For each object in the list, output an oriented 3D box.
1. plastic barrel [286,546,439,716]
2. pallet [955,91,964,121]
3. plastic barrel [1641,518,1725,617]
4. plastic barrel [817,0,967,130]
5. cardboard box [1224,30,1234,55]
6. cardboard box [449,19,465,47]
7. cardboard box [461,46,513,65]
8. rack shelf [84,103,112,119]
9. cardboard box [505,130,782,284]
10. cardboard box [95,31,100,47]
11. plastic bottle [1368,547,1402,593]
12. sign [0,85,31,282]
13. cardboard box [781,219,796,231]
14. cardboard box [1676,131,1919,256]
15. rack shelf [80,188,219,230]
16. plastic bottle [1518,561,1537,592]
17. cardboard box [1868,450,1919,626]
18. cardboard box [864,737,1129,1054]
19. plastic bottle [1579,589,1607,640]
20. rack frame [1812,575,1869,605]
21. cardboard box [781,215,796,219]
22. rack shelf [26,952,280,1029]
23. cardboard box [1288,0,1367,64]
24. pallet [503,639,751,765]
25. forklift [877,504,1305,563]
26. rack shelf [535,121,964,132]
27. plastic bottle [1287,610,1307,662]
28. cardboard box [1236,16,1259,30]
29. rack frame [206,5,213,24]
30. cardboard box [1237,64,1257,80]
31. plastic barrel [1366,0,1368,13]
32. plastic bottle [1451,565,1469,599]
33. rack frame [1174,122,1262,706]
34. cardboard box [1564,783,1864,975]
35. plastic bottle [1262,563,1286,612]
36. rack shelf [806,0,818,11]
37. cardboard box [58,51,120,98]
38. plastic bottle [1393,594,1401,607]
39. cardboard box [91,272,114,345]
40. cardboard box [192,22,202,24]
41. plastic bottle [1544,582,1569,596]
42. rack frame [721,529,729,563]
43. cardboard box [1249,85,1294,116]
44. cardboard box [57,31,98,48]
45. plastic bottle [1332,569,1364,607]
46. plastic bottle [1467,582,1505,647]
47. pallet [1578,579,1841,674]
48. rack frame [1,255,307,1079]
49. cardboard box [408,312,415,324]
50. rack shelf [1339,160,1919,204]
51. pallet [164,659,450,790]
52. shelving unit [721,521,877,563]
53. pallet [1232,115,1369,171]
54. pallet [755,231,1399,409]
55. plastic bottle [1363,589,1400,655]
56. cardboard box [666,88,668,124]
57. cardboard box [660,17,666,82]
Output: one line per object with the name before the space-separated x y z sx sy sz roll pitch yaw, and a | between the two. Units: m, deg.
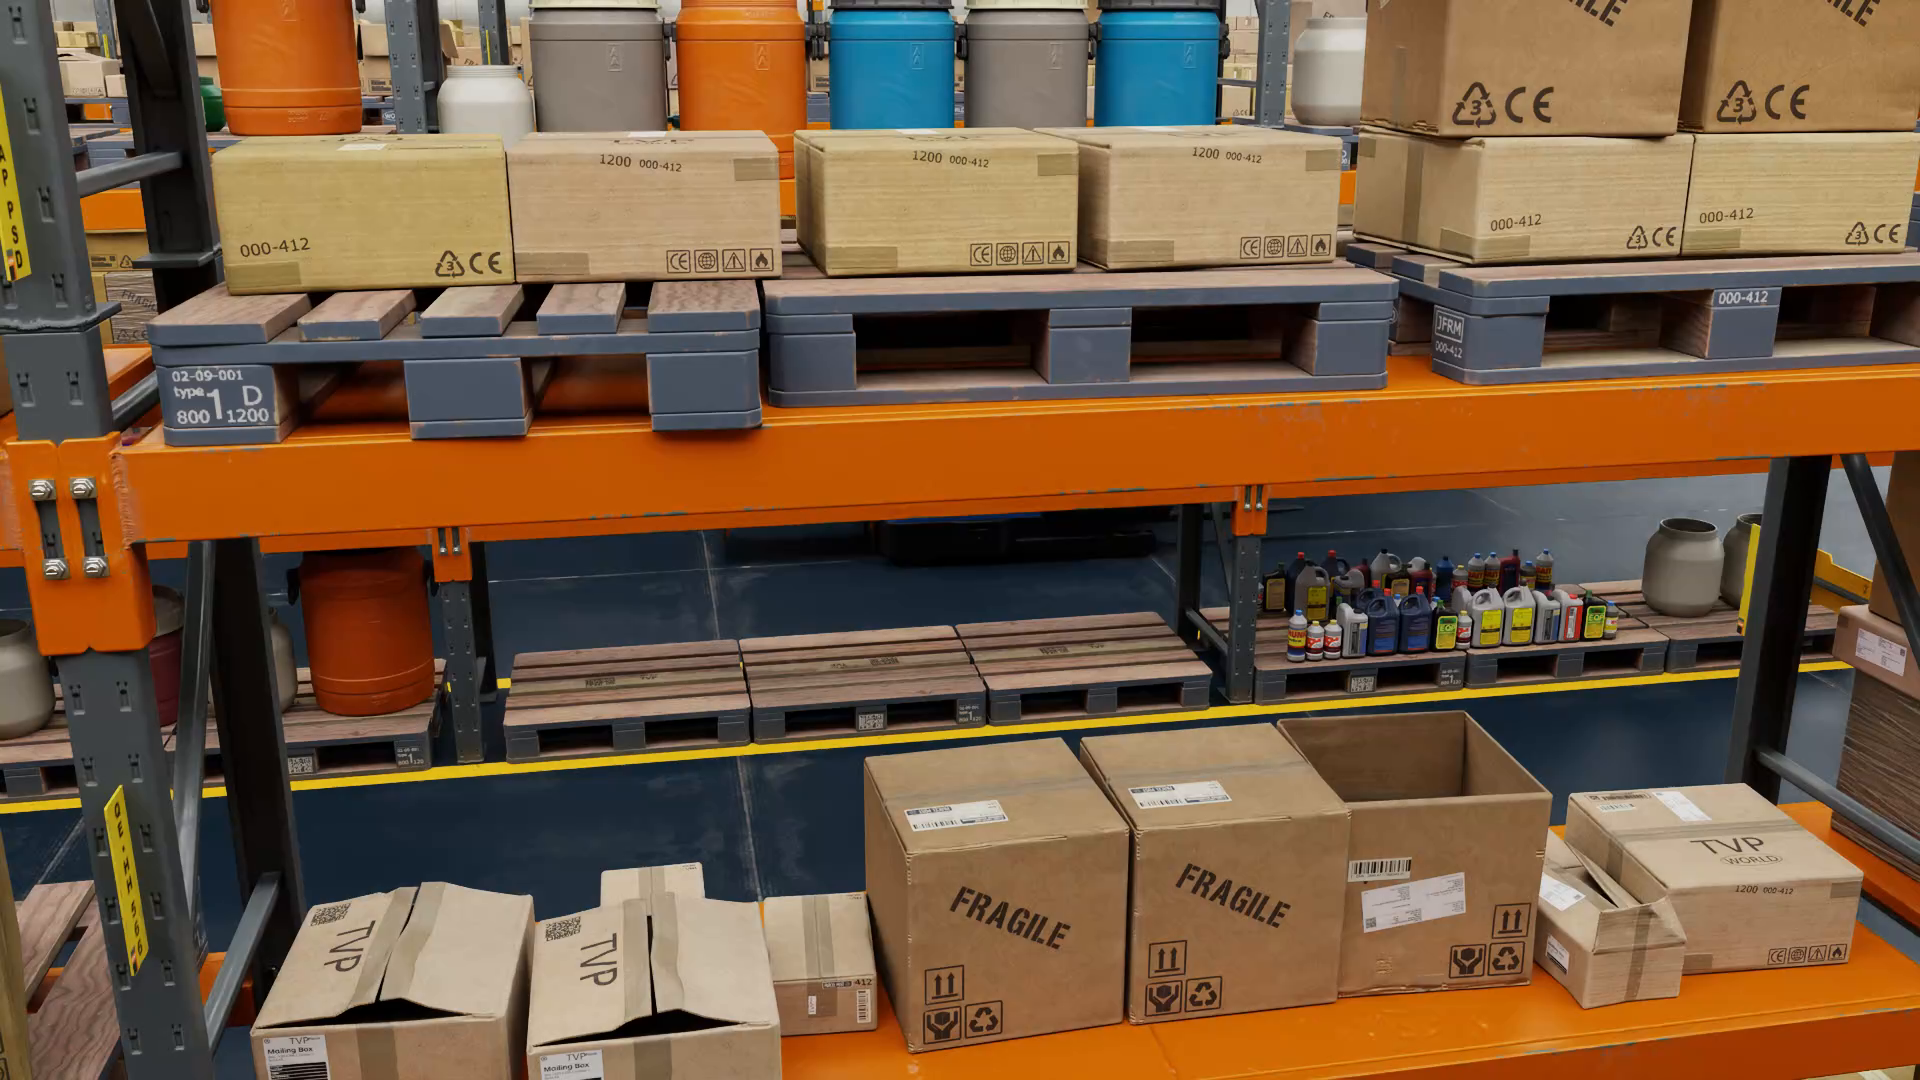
plastic barrel | -2.987 0.398 8.387 0.708 0.830 0.600 -3 17 -10
pallet | -0.148 -3.462 13.184 1.003 0.211 1.213 -3 17 -10
plastic barrel | 4.221 0.159 9.707 0.421 0.512 0.421 0 17 0
plastic barrel | -0.325 -2.203 7.913 0.708 0.901 0.600 -3 17 -10
cardboard box | 2.645 -5.397 18.029 0.500 0.250 0.500 -3 17 -10
cardboard box | -5.247 -5.210 17.082 0.258 0.266 0.396 -3 17 -10
cardboard box | -4.902 -4.860 17.248 0.500 0.500 0.500 -3 17 -10
rack shelf | -10.182 -4.090 16.134 4.000 0.370 1.077 -3 17 -10
cardboard box | -0.628 -0.681 3.352 0.500 0.250 0.500 -3 17 -9
cardboard box | -8.550 -4.956 16.456 0.250 0.149 0.380 -4 17 -11
plastic bottle | 2.501 0.215 9.765 0.185 0.351 0.144 -3 17 -11
sign | -1.473 -0.567 2.559 0.005 0.325 0.100 -3 17 -10
cardboard box | -1.206 -2.248 13.131 0.637 0.503 0.797 -1 17 -5
cardboard box | 1.747 -0.797 3.728 0.500 0.250 0.500 -1 17 -5
rack shelf | -4.473 -1.449 7.537 4.000 0.370 1.077 -3 17 -10
plastic bottle | 3.404 0.228 9.977 0.097 0.201 0.097 0 17 0
cardboard box | 2.788 0.040 4.192 0.500 0.500 0.700 -3 17 -10
cardboard box | 0.071 0.812 3.890 0.500 0.500 0.500 -4 18 -13
plastic bottle | 3.514 0.412 9.237 0.133 0.283 0.061 -3 17 -9
rack frame | 5.345 -0.916 9.686 0.127 3.000 1.000 -3 17 -10
cardboard box | -1.818 -3.442 17.739 0.500 0.500 0.500 -3 17 -10
rack shelf | -3.537 1.413 3.328 4.000 0.370 1.077 -3 17 -10
cardboard box | 2.932 -4.048 13.244 0.500 0.500 0.500 -3 17 -10
pallet | -1.742 0.830 8.748 1.213 0.211 1.003 -3 17 -10
forklift | 0.900 -1.433 11.484 3.031 2.935 1.130 -3 17 -10
rack shelf | -1.486 -3.100 12.911 4.000 0.370 1.077 -3 17 -10
plastic bottle | 1.814 0.509 8.943 0.097 0.271 0.097 0 17 0
cardboard box | 3.052 -5.593 17.987 0.250 0.149 0.380 -3 17 -10
rack frame | -9.257 -7.400 20.579 0.127 3.000 1.000 -3 17 -10
cardboard box | 2.375 -3.711 13.252 0.250 0.149 0.380 -3 17 -9
plastic barrel | 2.415 -2.592 8.465 0.708 0.901 0.600 -3 17 -10
plastic bottle | 2.974 0.253 9.897 0.097 0.201 0.097 0 17 0
rack frame | 1.418 -0.693 8.960 0.127 3.000 1.000 -3 17 -10
cardboard box | 1.879 0.847 4.202 0.500 0.250 0.500 -2 17 -7
plastic bottle | 1.827 0.273 9.691 0.133 0.283 0.061 -2 17 -8
rack shelf | -4.311 -8.630 26.489 4.000 0.370 1.077 -3 17 -10
cardboard box | -6.282 -3.303 11.784 0.500 0.311 0.500 -4 17 -12
plastic bottle | 2.408 0.432 9.193 0.097 0.271 0.097 0 17 0
cardboard box | -6.384 -1.705 12.084 0.500 0.500 0.500 -3 17 -10
cardboard box | -9.874 -6.290 21.018 0.500 0.500 0.500 -3 17 -10
plastic bottle | 3.352 0.376 9.355 0.133 0.283 0.061 -3 17 -10
rack frame | -1.632 -0.454 11.373 0.032 1.125 0.500 -3 17 -10
cardboard box | 2.493 -3.522 13.316 0.500 0.250 0.500 -4 17 -11
cardboard box | -8.474 -4.806 15.968 0.250 0.149 0.380 -4 18 -13
plastic bottle | 2.236 0.310 9.583 0.135 0.276 0.152 -3 17 -10
plastic bottle | 2.892 0.403 9.153 0.185 0.351 0.144 -3 17 -11
pallet | 4.481 0.478 9.895 1.213 0.211 1.003 -3 17 -10
rack frame | -1.574 0.958 3.585 0.127 3.000 1.000 -3 17 -10
cardboard box | -3.887 -1.847 12.547 0.500 0.500 0.500 -3 17 -9
rack shelf | 3.381 -1.895 8.988 4.000 0.370 1.077 -3 17 -10
pallet | -3.276 0.918 8.462 1.213 0.211 1.003 -3 17 -10
shelving unit | -1.131 -0.479 11.457 1.048 1.125 0.538 -3 17 -10
pallet | 2.108 -2.105 8.770 1.003 0.211 1.213 -3 17 -10
pallet | 0.173 -0.513 3.585 1.213 0.211 1.003 -2 17 -8
plastic bottle | 2.289 0.437 9.041 0.185 0.351 0.144 -3 17 -9
cardboard box | -2.436 -3.242 12.404 0.500 0.250 0.500 -3 17 -9
cardboard box | -2.440 -3.598 12.287 0.500 0.500 0.500 -3 17 -10
